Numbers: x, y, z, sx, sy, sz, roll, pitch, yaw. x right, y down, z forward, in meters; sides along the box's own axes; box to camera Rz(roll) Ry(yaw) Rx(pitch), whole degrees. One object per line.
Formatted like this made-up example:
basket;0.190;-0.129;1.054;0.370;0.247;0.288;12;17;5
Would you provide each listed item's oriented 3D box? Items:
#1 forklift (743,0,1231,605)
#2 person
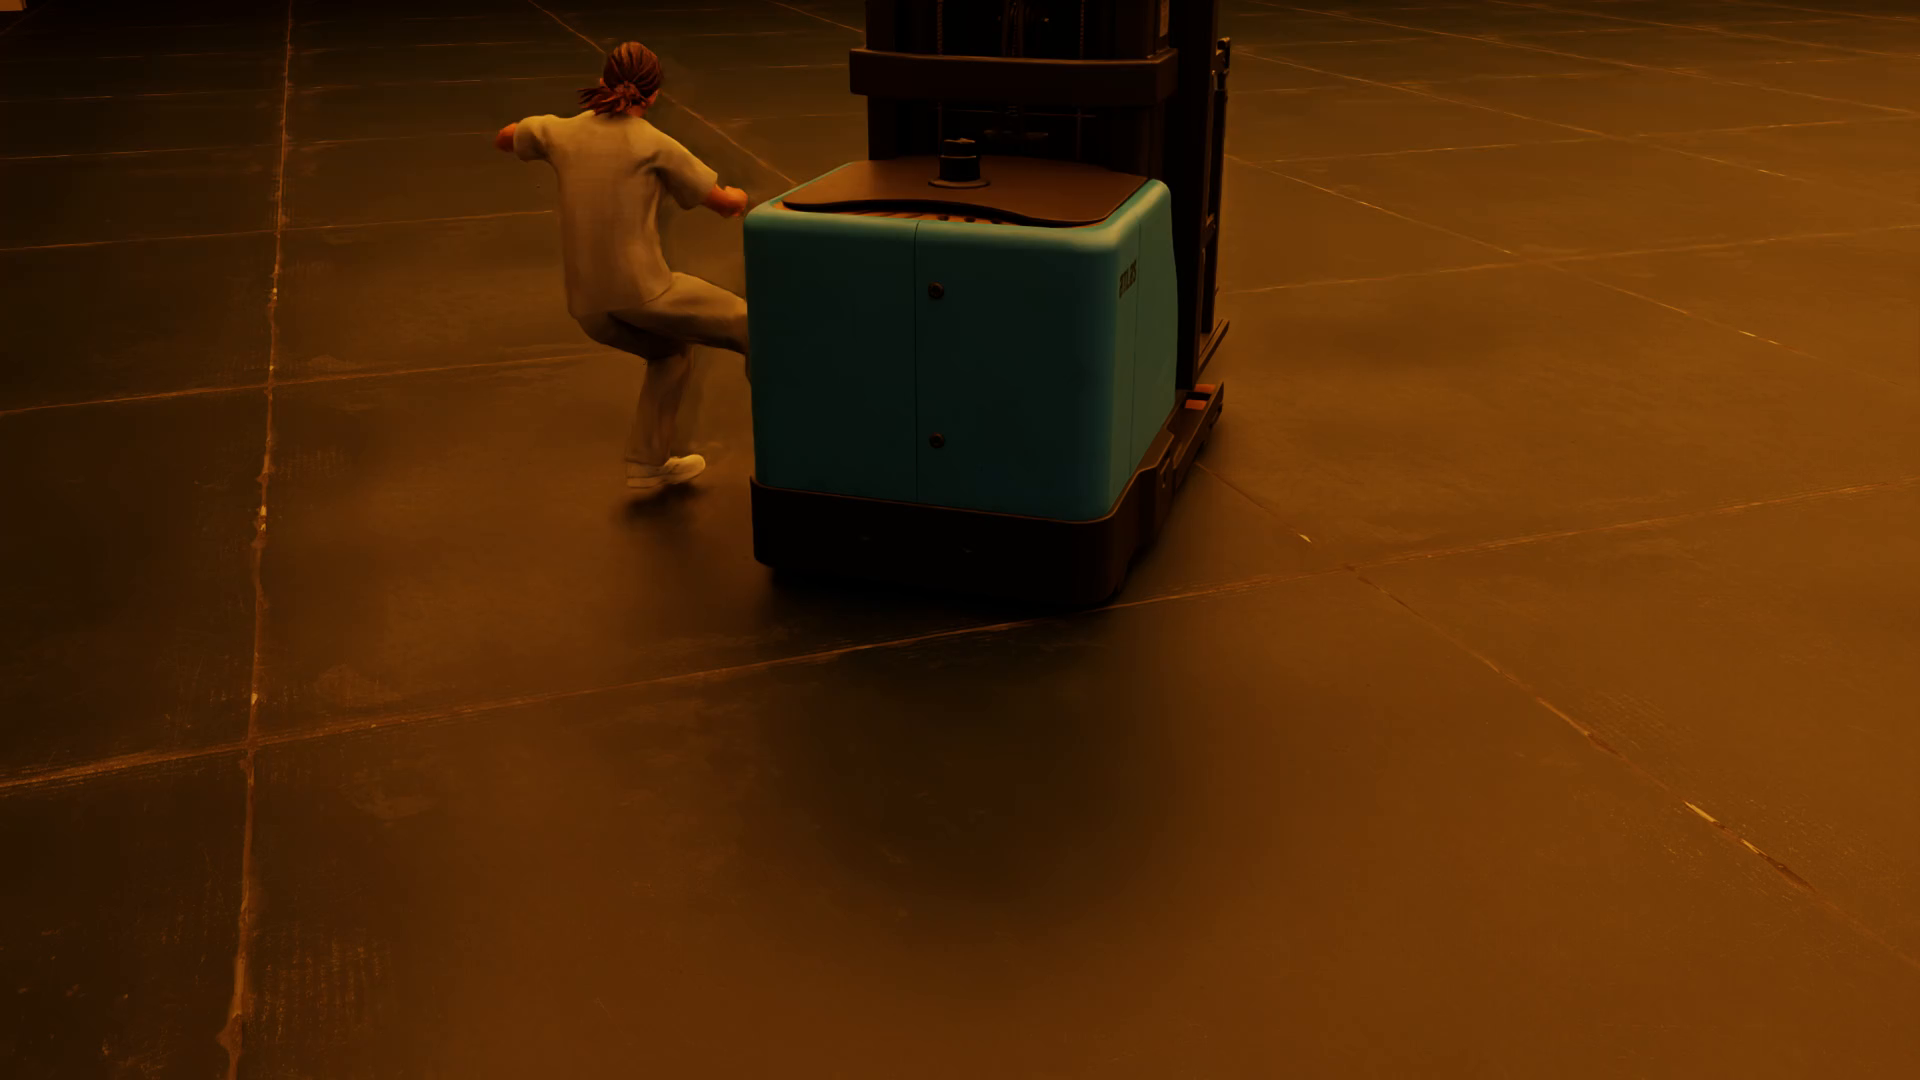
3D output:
forklift;0.328;-1.719;5.386;1.130;2.935;3.031;7;24;16
person;-0.932;-0.865;5.292;1.450;1.389;0.719;6;24;14
